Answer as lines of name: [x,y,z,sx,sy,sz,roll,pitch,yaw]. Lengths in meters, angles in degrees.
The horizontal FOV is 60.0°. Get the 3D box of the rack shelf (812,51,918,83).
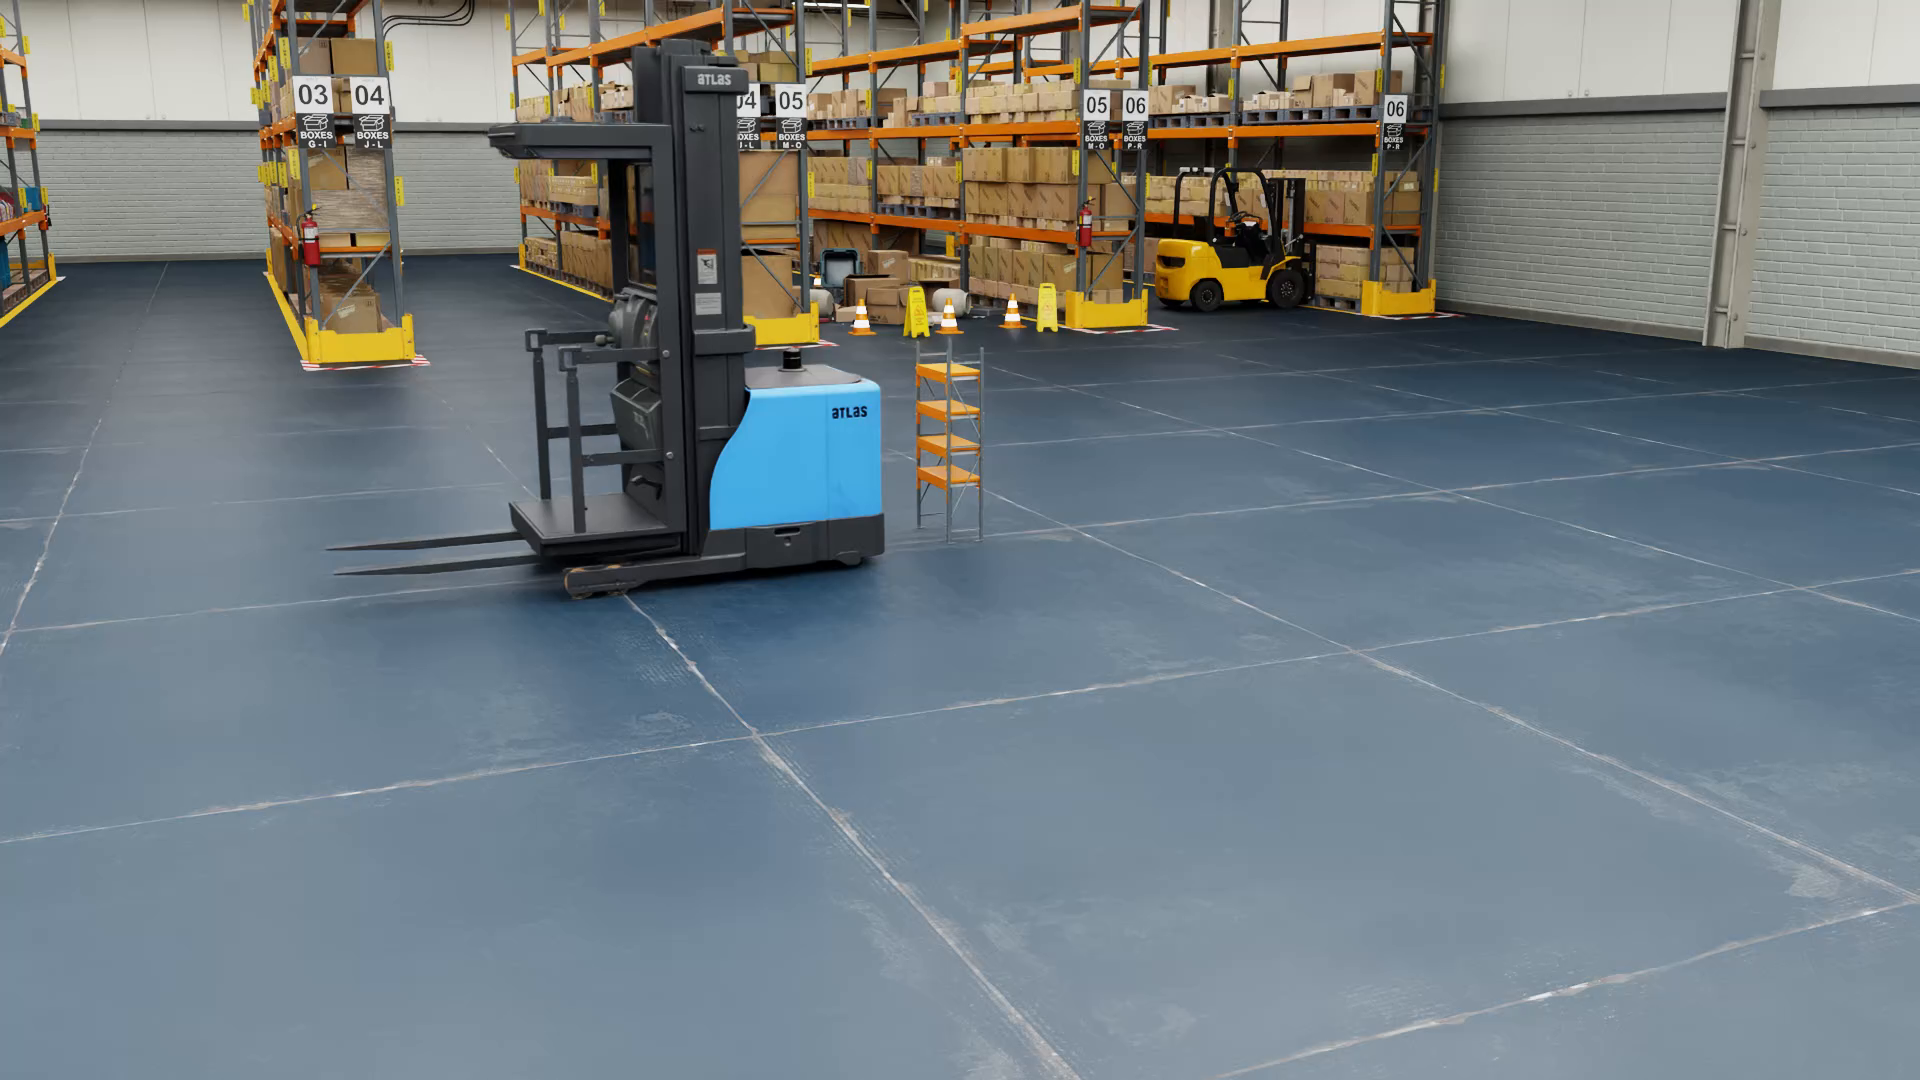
rack shelf: [-1.915,-8.903,31.364,1.077,0.370,4.000,-6,14,-23]

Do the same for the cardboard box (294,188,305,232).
cardboard box: [-7.495,-3.967,19.977,0.875,0.500,0.500,-6,14,-23]

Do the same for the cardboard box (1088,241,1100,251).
cardboard box: [2.876,-5.721,33.049,0.500,0.500,0.500,-6,14,-24]

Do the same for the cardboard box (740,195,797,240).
cardboard box: [-2.594,-4.138,21.262,0.875,0.550,0.550,-6,14,-23]

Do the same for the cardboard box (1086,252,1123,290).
cardboard box: [2.011,-3.887,24.015,0.500,0.500,0.500,-6,14,-25]

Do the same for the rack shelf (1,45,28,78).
rack shelf: [-17.135,-8.387,29.134,1.077,0.370,4.000,-6,14,-23]

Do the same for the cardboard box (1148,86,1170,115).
cardboard box: [3.794,-8.058,30.508,0.700,0.500,0.500,-6,14,-24]

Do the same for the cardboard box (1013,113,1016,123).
cardboard box: [1.007,-6.220,24.495,0.380,0.149,0.250,-6,14,-23]

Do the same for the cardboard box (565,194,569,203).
cardboard box: [-6.849,-6.109,29.738,0.380,0.149,0.250,-6,14,-26]

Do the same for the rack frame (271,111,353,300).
rack frame: [-10.194,-5.218,26.262,1.000,3.000,0.127,-6,14,-23]

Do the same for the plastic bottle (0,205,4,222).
plastic bottle: [-15.385,-5.229,26.584,0.152,0.276,0.135,-6,14,-23]

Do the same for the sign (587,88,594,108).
sign: [-6.107,-7.309,27.501,0.100,0.325,0.005,-6,14,-23]

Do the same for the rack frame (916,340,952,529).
rack frame: [-0.164,-0.669,10.600,0.240,1.200,0.015,-6,14,-23]

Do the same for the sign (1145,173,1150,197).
sign: [2.588,-4.931,23.102,0.100,0.325,0.005,-6,14,-23]

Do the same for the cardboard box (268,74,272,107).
cardboard box: [-10.241,-6.851,25.336,0.500,0.500,0.500,-5,14,-22]

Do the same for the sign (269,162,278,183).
sign: [-10.701,-5.731,25.912,0.100,0.325,0.005,-6,14,-23]

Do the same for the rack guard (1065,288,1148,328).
rack guard: [2.061,-3.258,23.337,1.175,0.500,0.348,-6,14,-23]

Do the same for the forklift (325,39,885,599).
forklift: [-2.004,-1.244,9.245,3.031,2.935,1.130,-6,14,-23]

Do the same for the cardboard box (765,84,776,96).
cardboard box: [-2.248,-5.684,21.028,0.380,0.149,0.250,-6,14,-23]

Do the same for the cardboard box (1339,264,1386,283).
cardboard box: [6.156,-4.090,25.447,0.500,0.250,0.500,-6,14,-24]

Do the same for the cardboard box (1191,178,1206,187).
cardboard box: [4.298,-6.300,29.278,0.380,0.149,0.250,-6,14,-25]

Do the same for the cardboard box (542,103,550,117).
cardboard box: [-7.629,-8.175,31.613,0.500,0.250,0.500,-6,14,-26]

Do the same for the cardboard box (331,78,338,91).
cardboard box: [-7.383,-5.241,19.158,0.380,0.149,0.250,-6,14,-25]

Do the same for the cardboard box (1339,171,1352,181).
cardboard box: [6.044,-5.573,25.479,0.380,0.149,0.250,-5,14,-22]

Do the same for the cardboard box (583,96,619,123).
cardboard box: [-6.070,-7.250,28.168,0.500,0.500,0.500,-6,14,-23]

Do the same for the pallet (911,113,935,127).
pallet: [-0.079,-7.007,27.759,1.213,0.211,1.003,-6,14,-23]

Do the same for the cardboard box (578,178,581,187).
cardboard box: [-6.324,-6.129,28.505,0.380,0.149,0.250,-6,14,-24]

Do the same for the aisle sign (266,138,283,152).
aisle sign: [-13.702,-8.125,33.057,0.394,0.787,0.004,-6,14,-23]

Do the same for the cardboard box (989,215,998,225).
cardboard box: [0.671,-4.916,25.516,0.380,0.149,0.250,-5,14,-21]

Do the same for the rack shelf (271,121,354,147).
rack shelf: [-9.393,-5.915,24.219,1.077,0.370,4.000,-6,14,-23]

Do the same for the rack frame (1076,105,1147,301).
rack frame: [2.091,-4.460,22.988,1.000,3.000,0.127,-6,14,-23]

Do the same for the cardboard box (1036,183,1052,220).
cardboard box: [1.425,-4.845,23.769,0.500,0.500,0.500,-6,14,-23]

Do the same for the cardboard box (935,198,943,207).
cardboard box: [-0.196,-5.556,27.349,0.380,0.149,0.250,-6,14,-24]

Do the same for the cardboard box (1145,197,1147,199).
cardboard box: [3.586,-6.515,31.091,0.500,0.250,0.500,-5,14,-21]

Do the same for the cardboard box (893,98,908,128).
cardboard box: [-0.743,-7.426,28.930,0.700,0.500,0.500,-6,14,-23]

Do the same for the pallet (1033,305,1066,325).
pallet: [1.767,-3.288,24.109,1.003,0.211,1.213,-6,14,-23]

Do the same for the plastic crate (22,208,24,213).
plastic crate: [-16.777,-5.900,29.341,0.437,0.282,0.530,-6,14,-23]

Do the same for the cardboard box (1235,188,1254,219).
cardboard box: [4.974,-5.669,27.990,0.500,0.500,0.500,-6,14,-25]

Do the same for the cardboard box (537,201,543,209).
cardboard box: [-8.232,-6.703,33.237,0.380,0.149,0.250,-5,14,-22]

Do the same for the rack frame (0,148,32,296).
rack frame: [-16.334,-5.597,27.899,1.000,3.000,0.127,-6,14,-23]

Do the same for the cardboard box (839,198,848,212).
cardboard box: [-1.960,-6.330,31.402,0.500,0.250,0.500,-6,14,-24]

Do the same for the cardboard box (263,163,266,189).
cardboard box: [-13.253,-7.081,32.322,0.500,0.500,0.500,-6,14,-24]

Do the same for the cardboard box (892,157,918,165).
cardboard box: [-1.087,-6.773,30.541,0.500,0.500,0.500,-6,14,-25]

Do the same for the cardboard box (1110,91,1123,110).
cardboard box: [2.134,-6.121,23.186,0.500,0.250,0.500,-6,14,-24]

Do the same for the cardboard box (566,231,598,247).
cardboard box: [-6.941,-5.537,30.591,0.500,0.250,0.500,-5,14,-21]

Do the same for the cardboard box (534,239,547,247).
cardboard box: [-8.535,-6.111,34.192,0.380,0.149,0.250,-6,14,-26]

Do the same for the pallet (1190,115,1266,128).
pallet: [4.670,-7.285,28.965,0.805,0.209,1.217,-6,14,-25]

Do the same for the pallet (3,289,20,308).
pallet: [-15.571,-3.823,26.418,1.003,0.211,1.213,-6,14,-23]

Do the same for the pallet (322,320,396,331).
pallet: [-7.798,-2.645,21.329,1.003,0.211,1.213,-6,14,-23]

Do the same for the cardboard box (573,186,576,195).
cardboard box: [-6.540,-6.094,29.013,0.380,0.149,0.250,-6,14,-23]

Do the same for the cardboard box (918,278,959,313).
cardboard box: [-0.329,-3.726,25.353,0.500,0.500,0.500,4,14,16]

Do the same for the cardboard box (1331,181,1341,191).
cardboard box: [5.976,-5.482,25.742,0.380,0.149,0.250,-6,14,-23]

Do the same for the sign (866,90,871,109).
sign: [-1.625,-7.816,29.514,0.100,0.325,0.005,-6,14,-23]

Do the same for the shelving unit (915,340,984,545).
shelving unit: [-0.066,-0.619,10.382,0.258,1.200,0.503,-6,14,-23]

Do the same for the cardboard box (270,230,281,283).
cardboard box: [-11.163,-4.899,28.664,1.225,0.875,0.875,-6,14,-25]

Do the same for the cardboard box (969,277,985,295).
cardboard box: [0.478,-4.005,26.189,0.500,0.250,0.500,-6,14,-26]

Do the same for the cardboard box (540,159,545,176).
cardboard box: [-7.859,-7.331,32.294,0.500,0.500,0.500,-6,14,-25]
